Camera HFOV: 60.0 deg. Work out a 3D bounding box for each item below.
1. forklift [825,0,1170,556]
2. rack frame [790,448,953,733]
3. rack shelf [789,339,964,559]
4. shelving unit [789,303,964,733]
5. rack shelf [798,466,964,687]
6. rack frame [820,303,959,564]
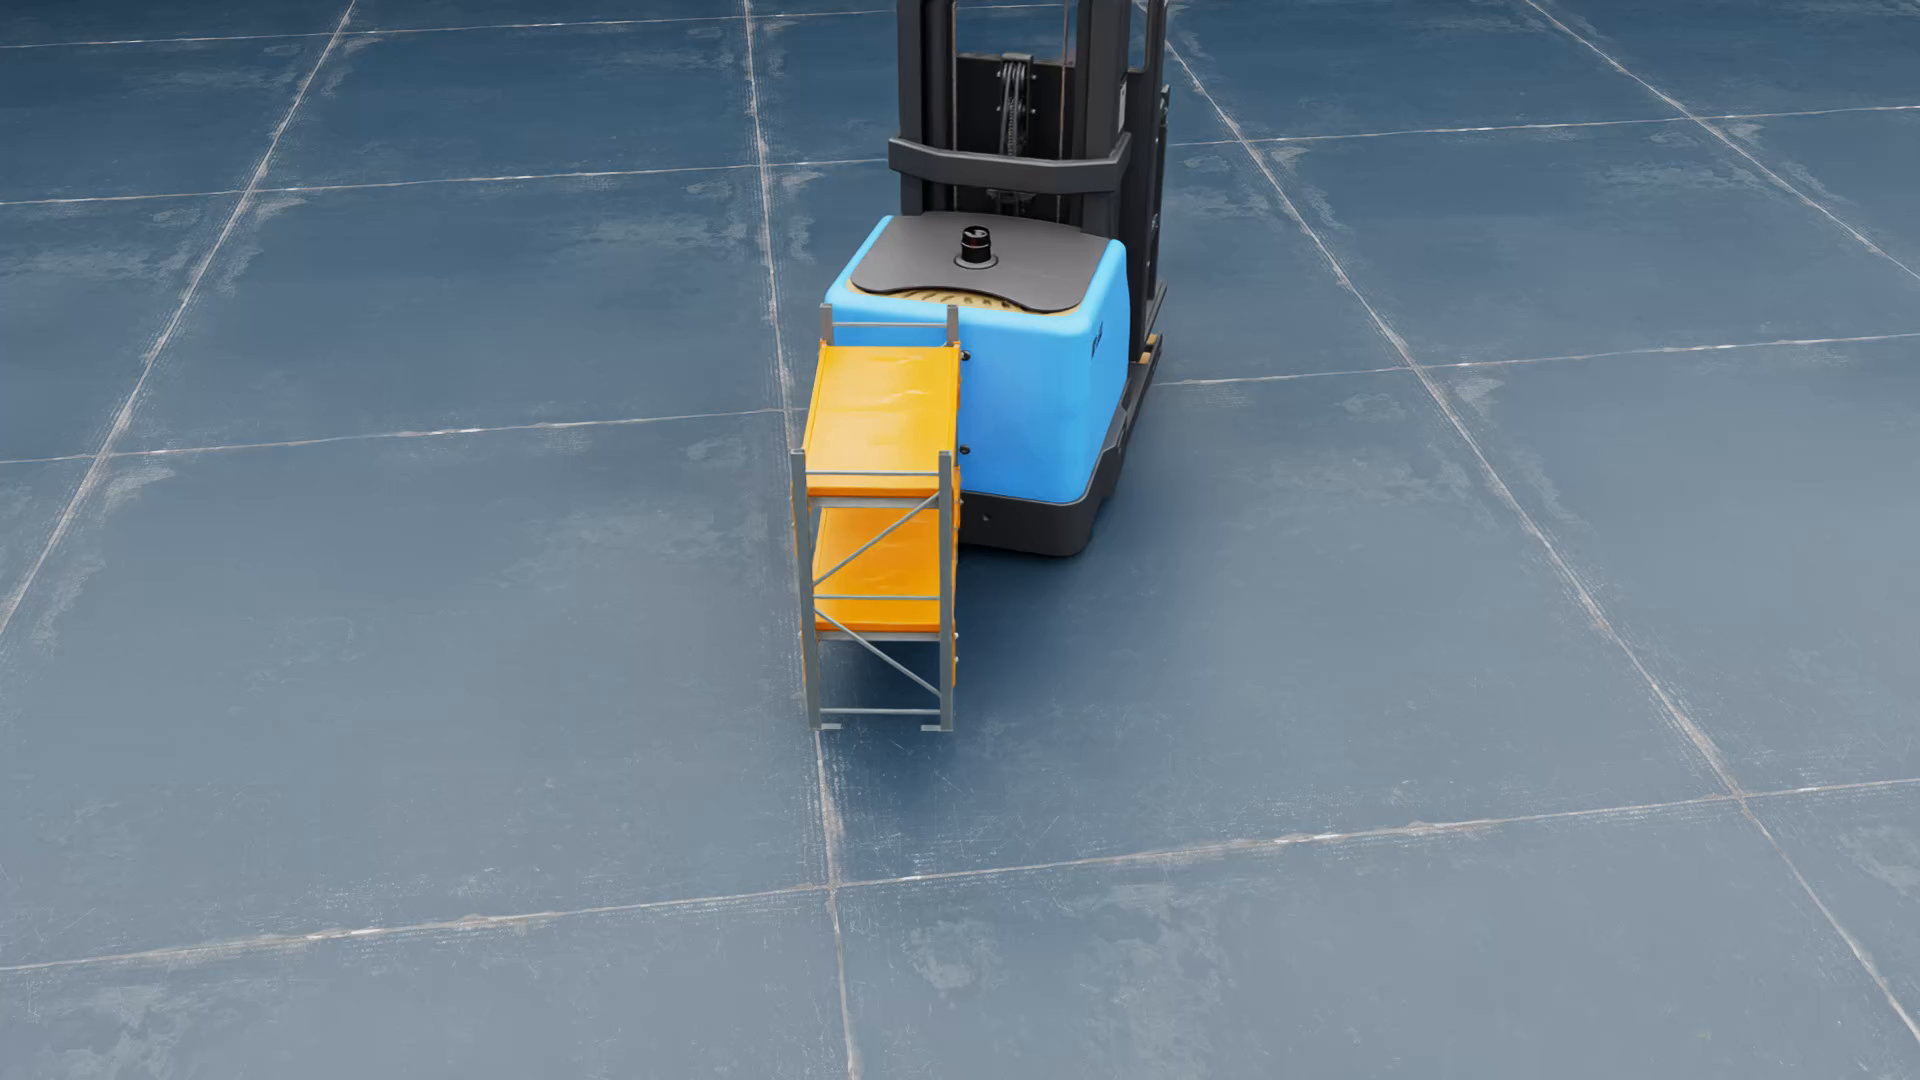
[{"bbox_3d":[0.346,-1.974,7.043,1.130,2.935,3.031,8,35,12],"label":"forklift"},{"bbox_3d":[-0.274,0.192,5.470,0.500,1.125,0.032,1,34,1],"label":"rack frame"},{"bbox_3d":[-0.264,-0.337,5.725,0.538,0.278,1.000,1,34,1],"label":"rack shelf"},{"bbox_3d":[-0.264,-0.095,5.890,0.538,1.125,1.048,1,34,1],"label":"shelving unit"},{"bbox_3d":[-0.264,0.107,6.028,0.538,0.278,1.000,1,34,1],"label":"rack shelf"},{"bbox_3d":[-0.254,-0.381,6.310,0.500,1.125,0.032,1,34,1],"label":"rack frame"}]
